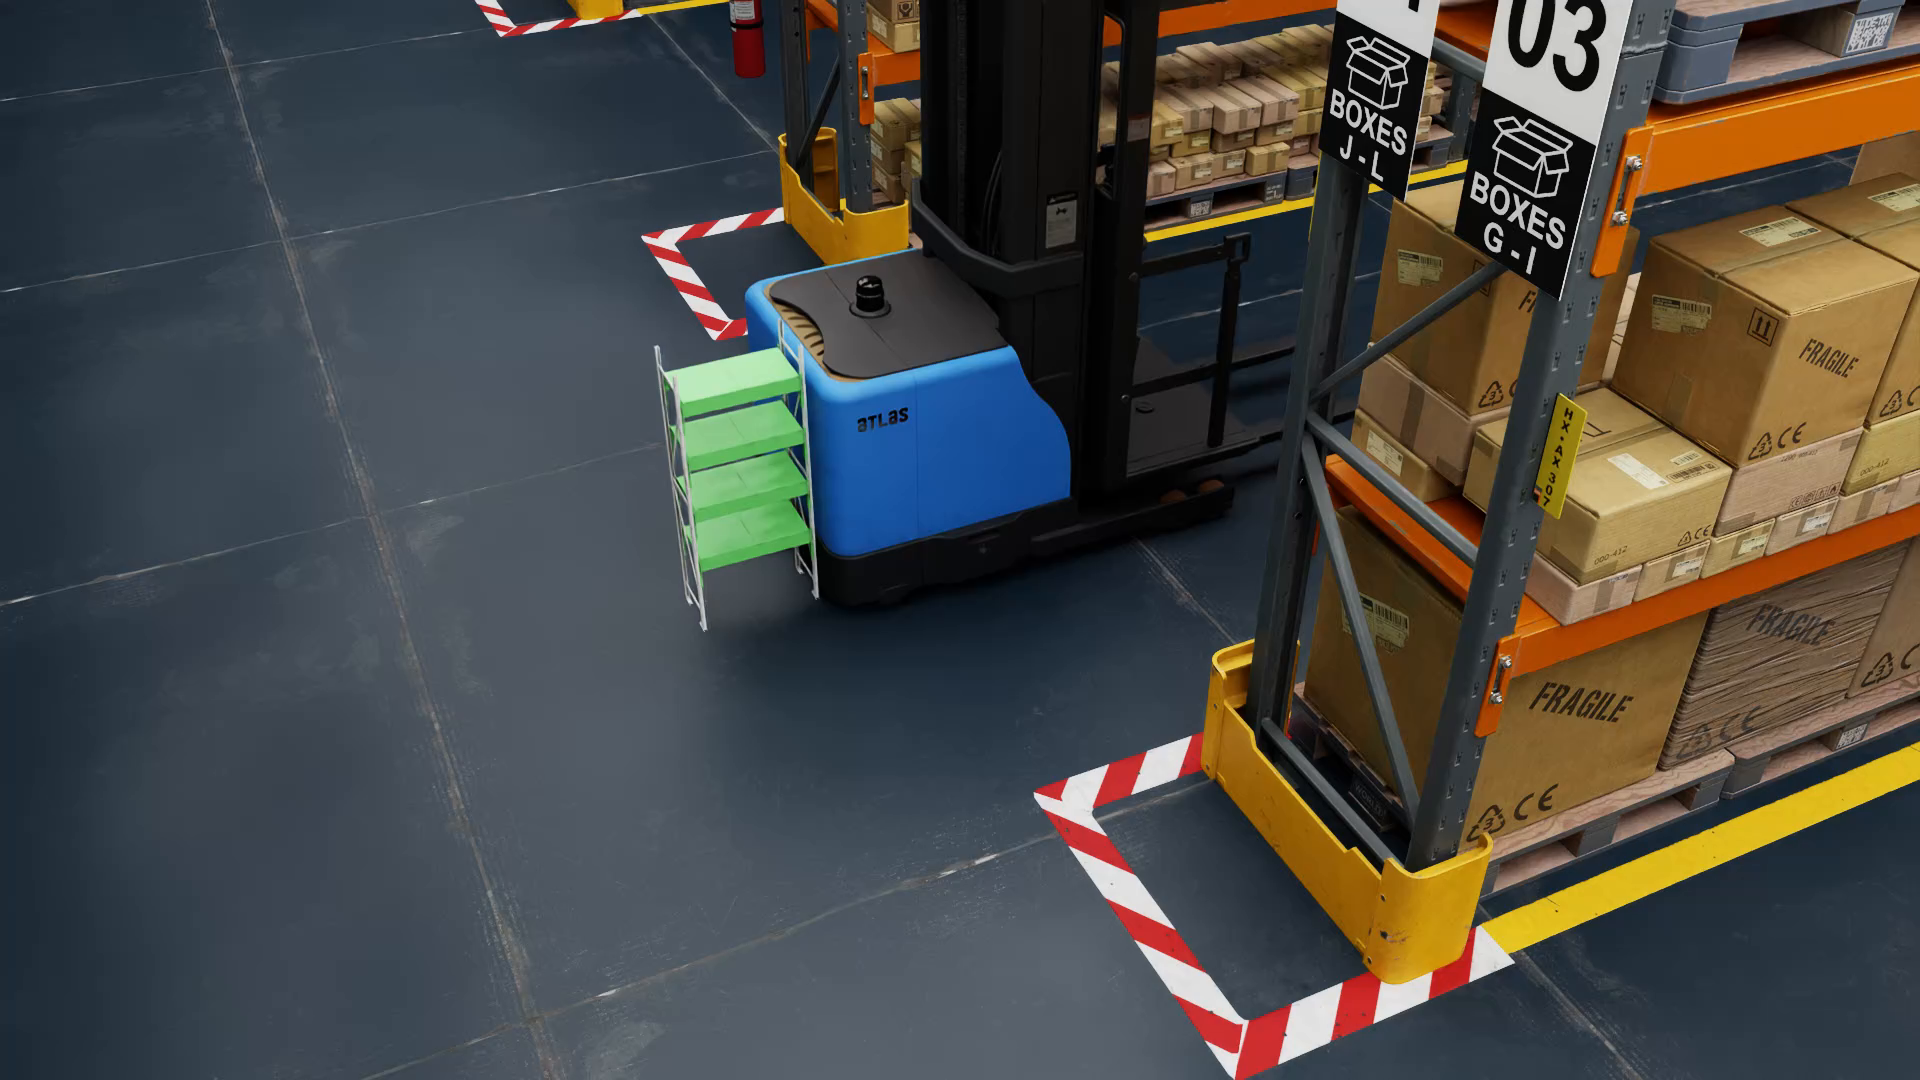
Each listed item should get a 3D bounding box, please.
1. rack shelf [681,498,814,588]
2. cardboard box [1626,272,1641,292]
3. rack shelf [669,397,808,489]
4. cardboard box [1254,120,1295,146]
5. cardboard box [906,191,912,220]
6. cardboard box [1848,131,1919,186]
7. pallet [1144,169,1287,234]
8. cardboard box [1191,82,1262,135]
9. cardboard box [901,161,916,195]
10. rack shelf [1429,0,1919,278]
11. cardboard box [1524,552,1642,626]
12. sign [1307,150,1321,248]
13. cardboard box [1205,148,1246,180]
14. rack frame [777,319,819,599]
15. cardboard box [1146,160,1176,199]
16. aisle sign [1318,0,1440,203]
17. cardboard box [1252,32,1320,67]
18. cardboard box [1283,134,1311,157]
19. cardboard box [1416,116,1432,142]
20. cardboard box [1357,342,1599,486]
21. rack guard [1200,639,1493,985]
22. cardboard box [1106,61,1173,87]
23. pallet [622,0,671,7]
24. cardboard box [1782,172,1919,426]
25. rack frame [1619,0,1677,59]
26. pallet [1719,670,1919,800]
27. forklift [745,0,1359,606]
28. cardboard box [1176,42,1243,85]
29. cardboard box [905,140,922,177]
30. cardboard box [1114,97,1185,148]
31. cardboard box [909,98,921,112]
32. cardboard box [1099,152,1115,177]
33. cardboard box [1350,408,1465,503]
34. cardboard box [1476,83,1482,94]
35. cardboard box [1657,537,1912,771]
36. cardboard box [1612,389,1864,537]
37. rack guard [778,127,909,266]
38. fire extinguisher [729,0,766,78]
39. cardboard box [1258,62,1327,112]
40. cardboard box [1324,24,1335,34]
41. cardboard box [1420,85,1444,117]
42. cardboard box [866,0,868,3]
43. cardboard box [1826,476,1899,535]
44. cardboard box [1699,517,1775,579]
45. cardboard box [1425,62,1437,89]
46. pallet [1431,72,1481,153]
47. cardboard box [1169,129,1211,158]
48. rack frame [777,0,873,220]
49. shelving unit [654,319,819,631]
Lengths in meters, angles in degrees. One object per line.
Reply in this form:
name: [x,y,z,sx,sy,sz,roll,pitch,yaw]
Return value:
rack shelf: [-0.864,0.004,6.748,0.480,0.148,0.258,-16,39,-20]
cardboard box: [2.536,-0.713,5.570,0.500,0.250,0.500,-17,40,-21]
rack shelf: [-0.864,-0.382,6.462,0.480,0.148,0.258,-16,39,-20]
cardboard box: [1.779,-2.498,9.891,0.250,0.149,0.380,-15,39,-19]
cardboard box: [-0.115,-1.815,9.220,0.250,0.149,0.380,-15,39,-19]
cardboard box: [3.451,-1.266,5.686,0.500,0.500,0.500,-17,40,-21]
pallet: [1.196,-2.224,10.071,1.213,0.211,1.003,-16,39,-20]
cardboard box: [1.534,-2.507,9.653,0.250,0.149,0.380,-17,40,-22]
cardboard box: [-0.142,-1.969,9.178,0.250,0.149,0.380,-14,39,-18]
rack shelf: [3.101,-1.553,4.912,4.000,0.370,1.077,-16,39,-20]
cardboard box: [1.752,0.058,4.865,0.250,0.149,0.380,-15,39,-19]
sign: [1.072,-0.988,4.893,0.005,0.325,0.100,-16,39,-20]
cardboard box: [1.484,-2.293,9.864,0.250,0.149,0.380,-15,39,-19]
rack frame: [-0.643,-0.302,6.650,0.015,1.200,0.240,-16,39,-20]
cardboard box: [1.040,-2.130,9.644,0.250,0.149,0.380,-18,40,-22]
aisle sign: [1.098,-1.319,4.328,0.004,0.787,0.394,-16,39,-20]
cardboard box: [2.013,-3.003,10.322,0.250,0.149,0.380,-16,40,-21]
cardboard box: [1.913,-2.461,10.091,0.250,0.149,0.380,-17,40,-21]
cardboard box: [2.685,-2.585,10.257,0.250,0.149,0.380,-15,39,-19]
cardboard box: [1.616,-0.456,5.223,0.500,0.250,0.500,-16,40,-21]
rack guard: [1.269,0.879,5.646,0.348,0.500,1.175,-16,39,-20]
cardboard box: [1.070,-2.749,9.980,0.250,0.149,0.380,-15,39,-20]
pallet: [-2.230,-4.600,13.275,1.213,0.211,1.003,-16,39,-20]
cardboard box: [2.759,-0.729,4.961,0.500,0.500,0.500,-17,40,-21]
rack frame: [1.290,-2.541,3.122,0.127,3.000,1.000,-16,39,-20]
pallet: [3.084,0.438,6.483,1.213,0.211,1.003,-16,39,-20]
forklift: [0.653,-1.497,6.808,3.031,2.935,1.130,-16,39,-20]
cardboard box: [1.521,-2.904,10.189,0.250,0.149,0.380,-15,39,-19]
cardboard box: [-0.107,-2.044,9.029,0.250,0.149,0.380,-17,40,-22]
cardboard box: [1.076,-2.387,9.492,0.250,0.149,0.380,-15,39,-19]
cardboard box: [-0.102,-2.398,9.506,0.250,0.149,0.380,-15,39,-19]
cardboard box: [0.792,-2.242,9.546,0.250,0.149,0.380,-18,40,-22]
cardboard box: [1.473,-0.298,5.345,0.250,0.149,0.380,-15,39,-19]
cardboard box: [3.677,-3.053,10.594,0.500,0.500,0.500,-14,39,-18]
cardboard box: [2.659,0.118,6.004,0.875,0.875,0.875,-16,39,-20]
cardboard box: [2.307,-0.302,5.015,0.500,0.250,0.500,-16,39,-20]
rack guard: [-0.657,-1.847,9.320,0.348,0.500,1.175,-16,39,-20]
fire extinguisher: [-1.150,-2.836,8.934,0.183,0.674,0.296,-16,39,-20]
cardboard box: [1.979,-2.700,9.913,0.250,0.149,0.380,-14,39,-18]
cardboard box: [2.495,-3.131,10.495,0.250,0.149,0.380,-14,39,-18]
cardboard box: [2.745,-2.736,10.212,0.250,0.149,0.380,-15,39,-19]
cardboard box: [-0.551,-2.966,8.941,0.250,0.149,0.380,-16,39,-20]
cardboard box: [2.681,-0.203,5.217,0.250,0.149,0.380,-16,40,-21]
cardboard box: [2.215,-0.073,5.041,0.250,0.149,0.380,-17,40,-21]
cardboard box: [2.684,-2.876,10.151,0.250,0.149,0.380,-15,39,-19]
pallet: [3.600,-2.922,11.012,1.213,0.211,1.003,-16,39,-20]
cardboard box: [1.269,-2.396,9.754,0.250,0.149,0.380,-14,39,-18]
rack frame: [-0.726,-2.832,8.550,0.127,3.000,1.000,-16,39,-20]
shelving unit: [-0.864,-0.240,6.567,0.503,1.200,0.258,-16,39,-20]
